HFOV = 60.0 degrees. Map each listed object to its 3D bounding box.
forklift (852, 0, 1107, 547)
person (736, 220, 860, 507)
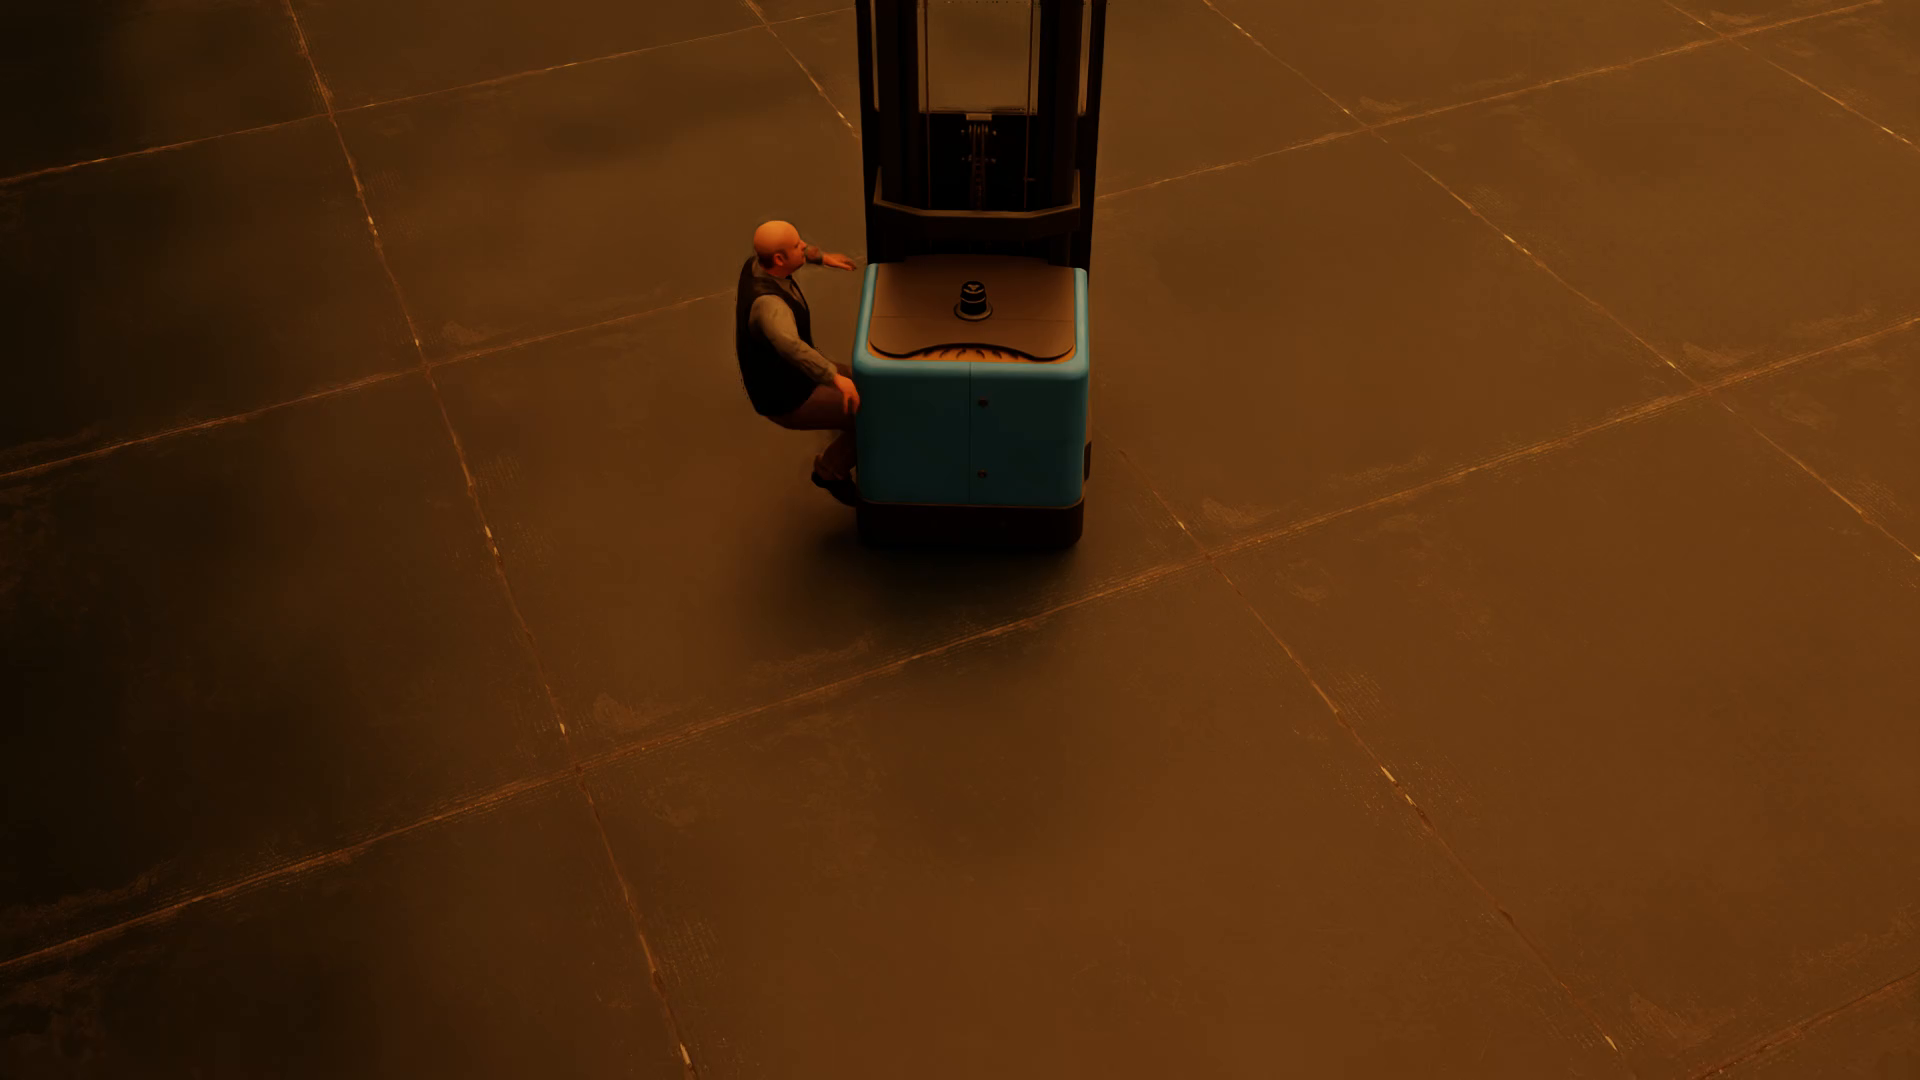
[{"bbox_3d":[0.102,-2.030,7.856,1.130,2.935,3.031,2,43,2],"label":"forklift"},{"bbox_3d":[-0.579,-0.792,7.563,0.850,1.533,1.074,-7,44,-8],"label":"person"}]
